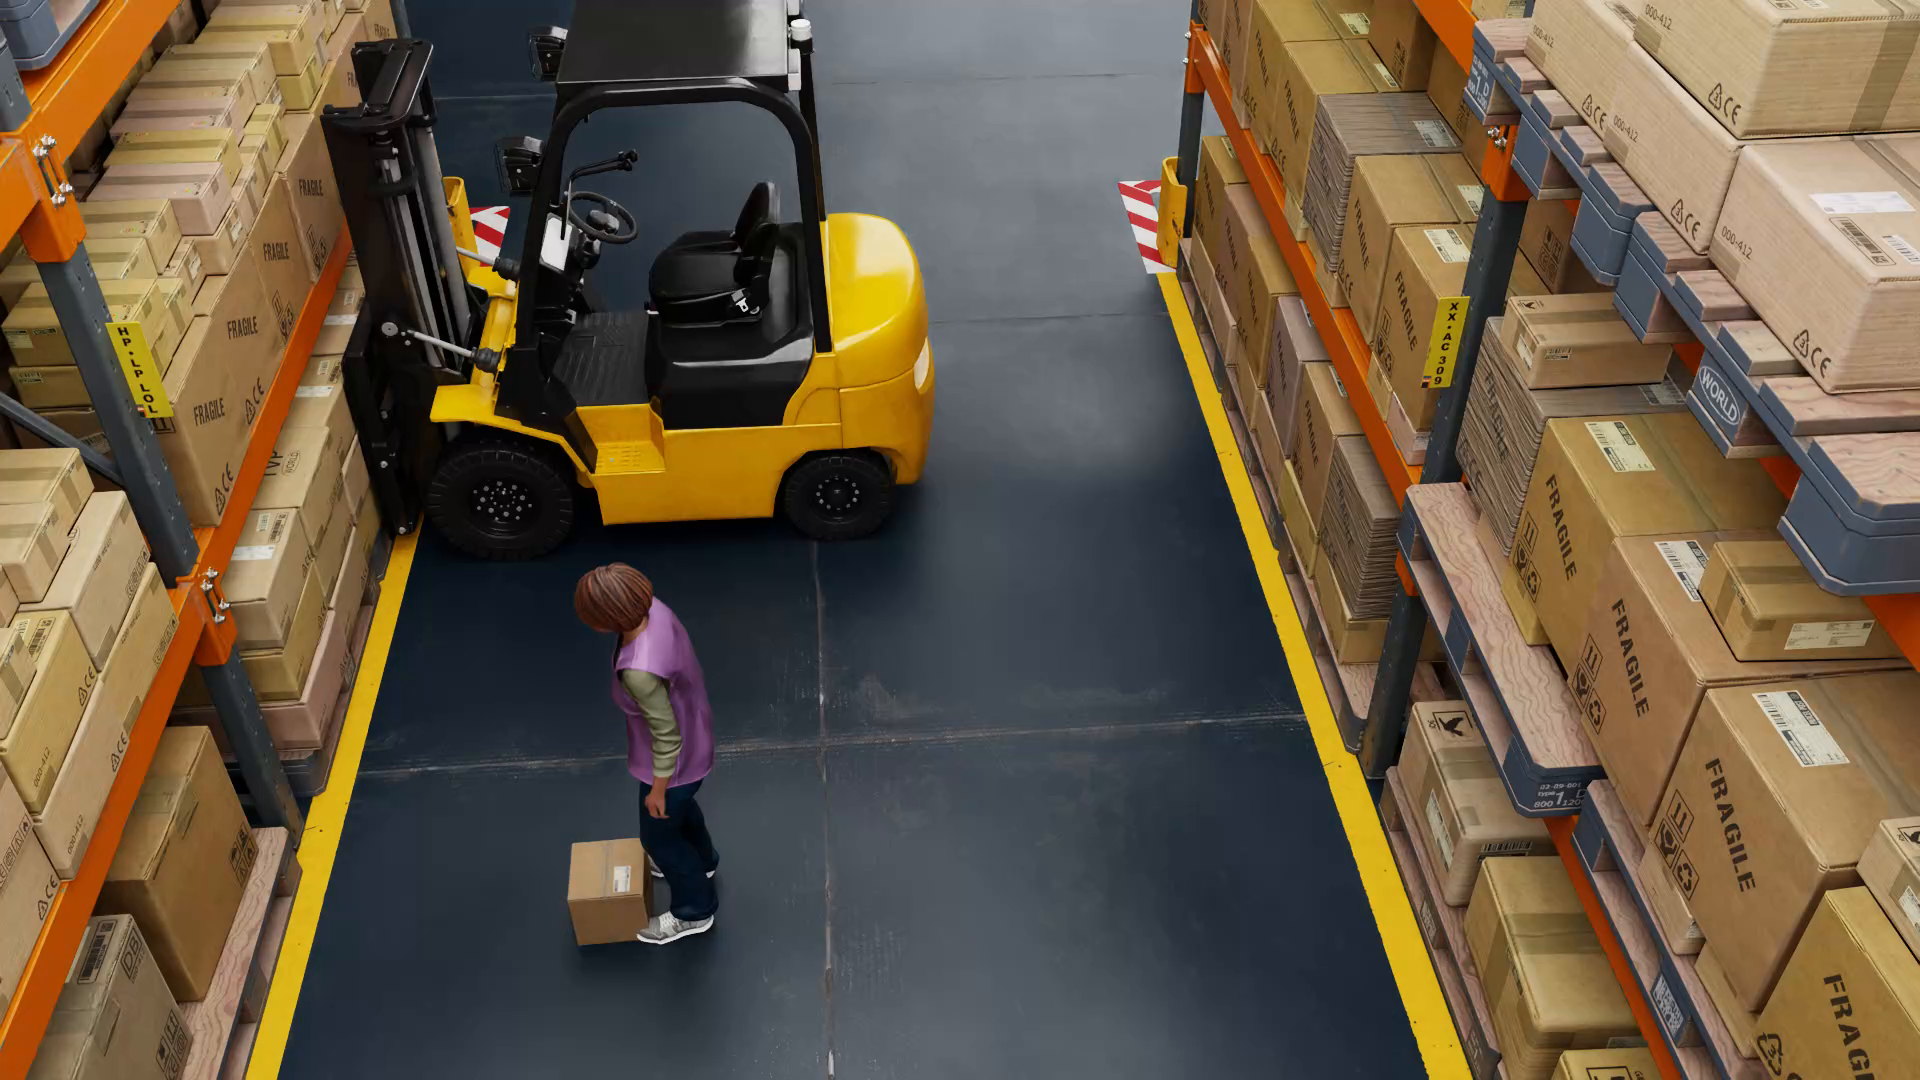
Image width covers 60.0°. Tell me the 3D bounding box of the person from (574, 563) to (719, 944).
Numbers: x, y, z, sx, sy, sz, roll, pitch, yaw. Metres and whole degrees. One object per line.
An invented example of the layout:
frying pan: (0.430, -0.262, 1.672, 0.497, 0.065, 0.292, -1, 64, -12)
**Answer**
person: (-0.961, 0.678, 5.347, 0.350, 1.592, 0.472, -5, 40, -6)
